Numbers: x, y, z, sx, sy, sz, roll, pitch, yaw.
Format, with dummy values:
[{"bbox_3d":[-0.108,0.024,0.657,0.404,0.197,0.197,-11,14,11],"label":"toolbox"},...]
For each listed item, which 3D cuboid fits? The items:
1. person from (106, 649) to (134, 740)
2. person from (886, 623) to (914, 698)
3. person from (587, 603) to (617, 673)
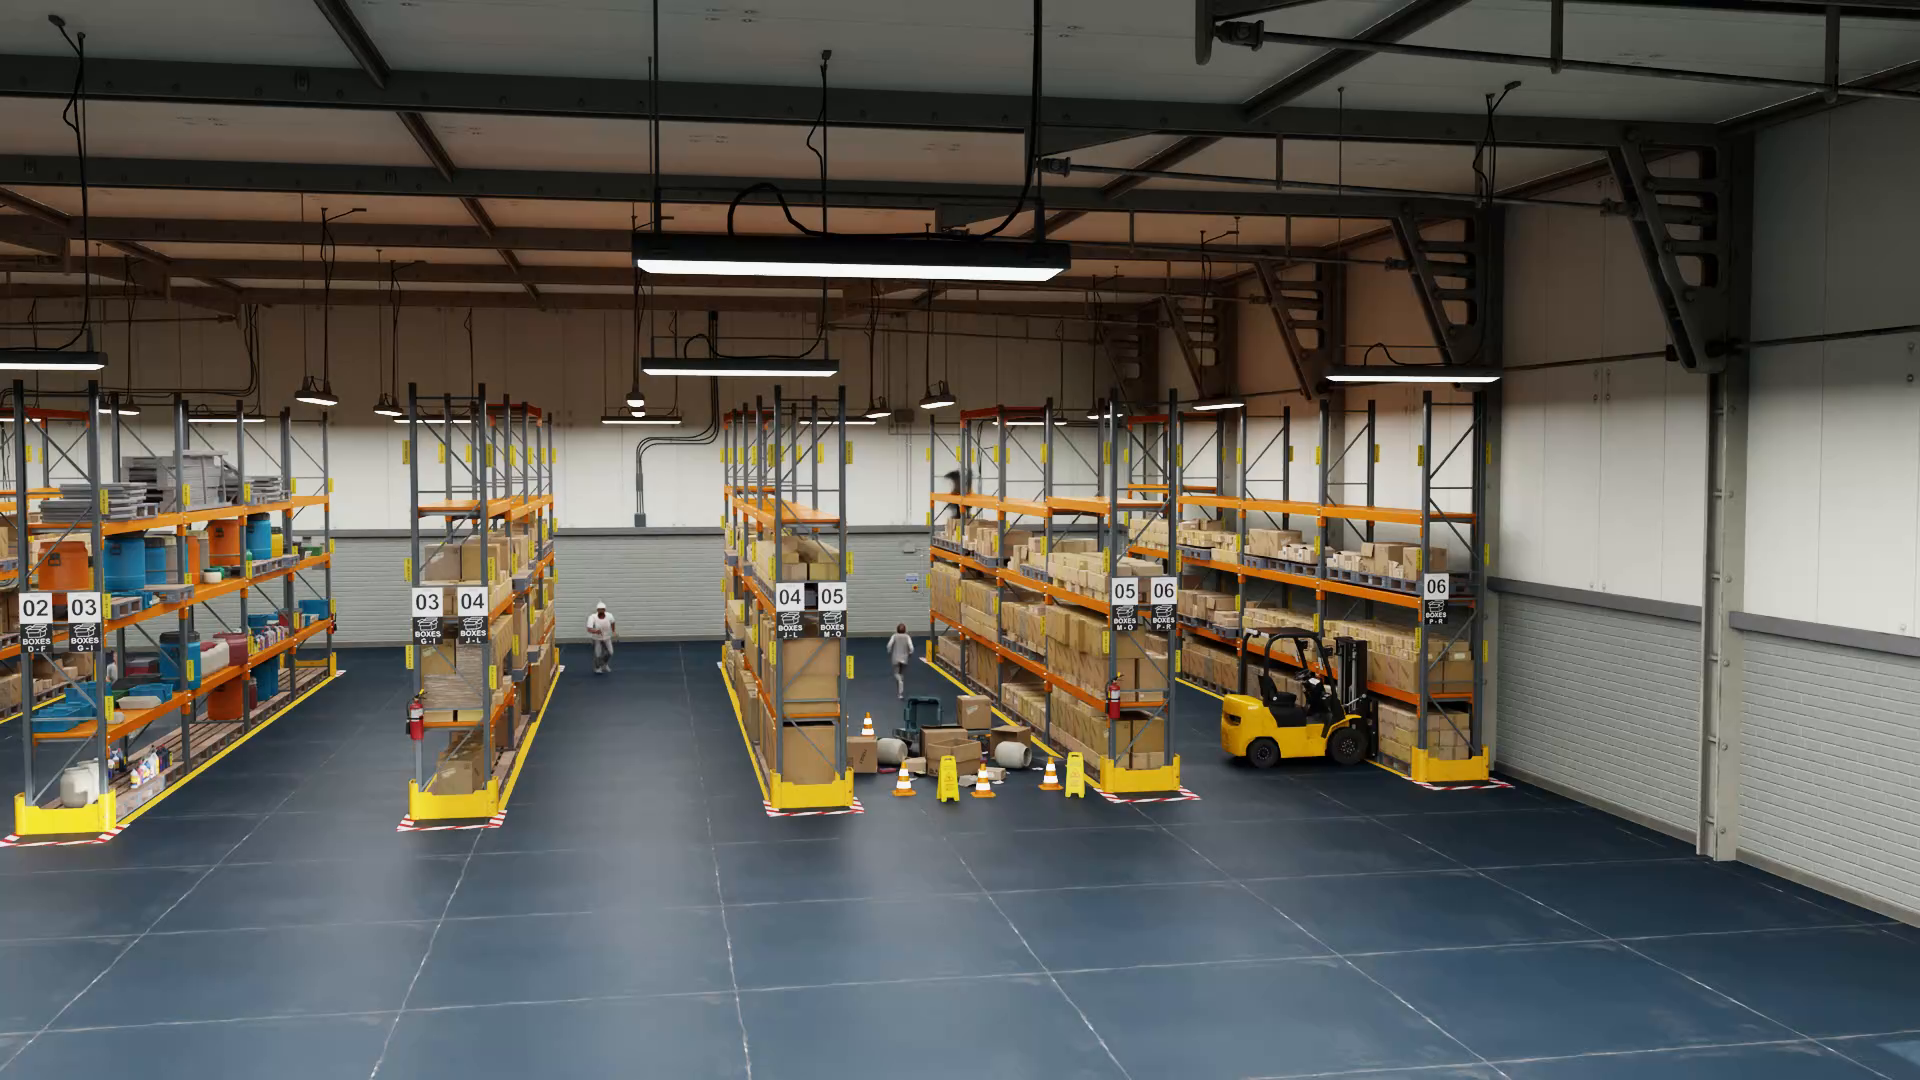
[{"bbox_3d":[-14.748,2.706,29.300,0.495,1.607,0.906,-1,3,-11],"label":"person"},{"bbox_3d":[-1.229,2.495,34.122,0.560,1.575,0.599,0,3,-5],"label":"person"},{"bbox_3d":[-8.156,2.249,37.940,0.731,1.662,0.873,-1,3,-25],"label":"person"}]
